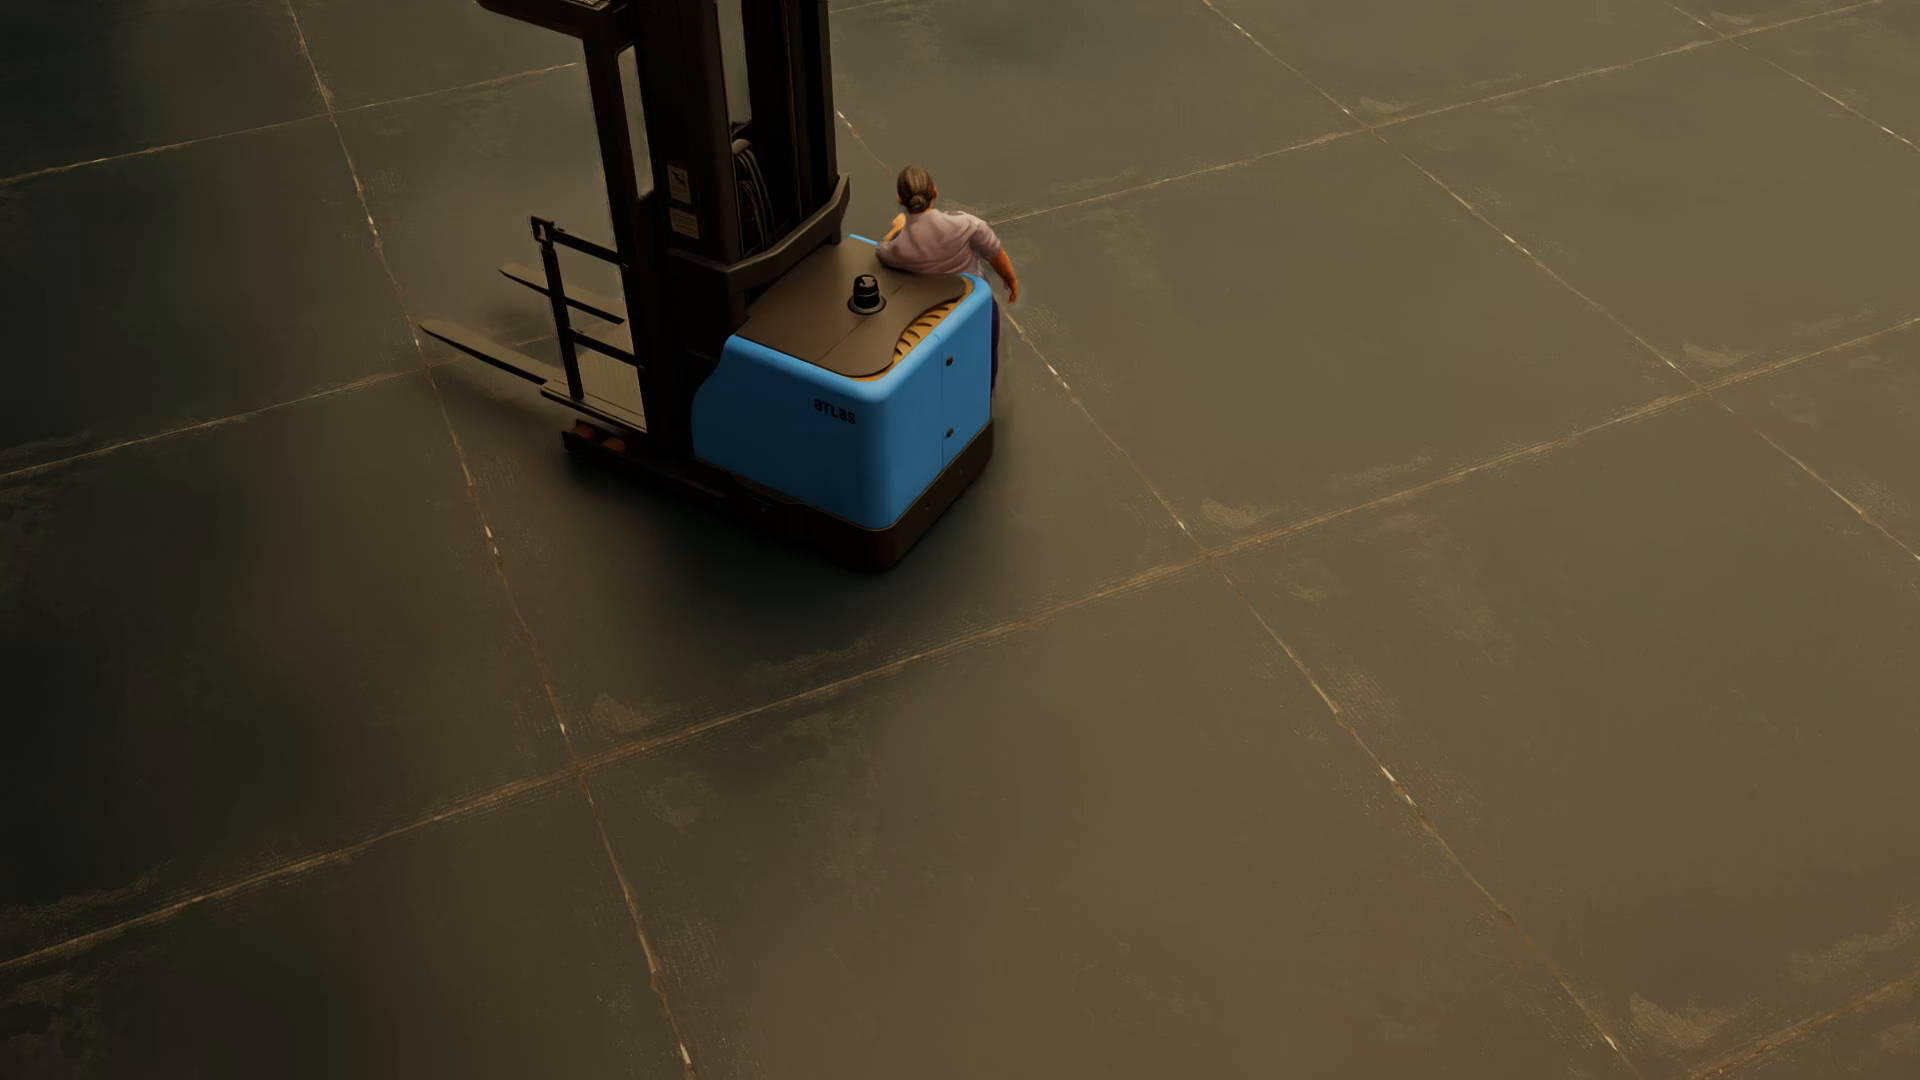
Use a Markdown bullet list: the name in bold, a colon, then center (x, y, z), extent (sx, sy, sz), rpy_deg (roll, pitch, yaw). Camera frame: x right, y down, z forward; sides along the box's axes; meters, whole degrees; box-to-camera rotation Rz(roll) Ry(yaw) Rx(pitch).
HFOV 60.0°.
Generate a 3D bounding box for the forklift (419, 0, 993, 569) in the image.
- **forklift**: center (-1.368, -1.697, 7.498), extent (3.031, 2.935, 1.130), rpy_deg (22, 47, 22)

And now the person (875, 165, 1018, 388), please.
- **person**: center (-0.154, -1.191, 7.949), extent (0.868, 1.492, 0.816), rpy_deg (-10, 44, -11)
